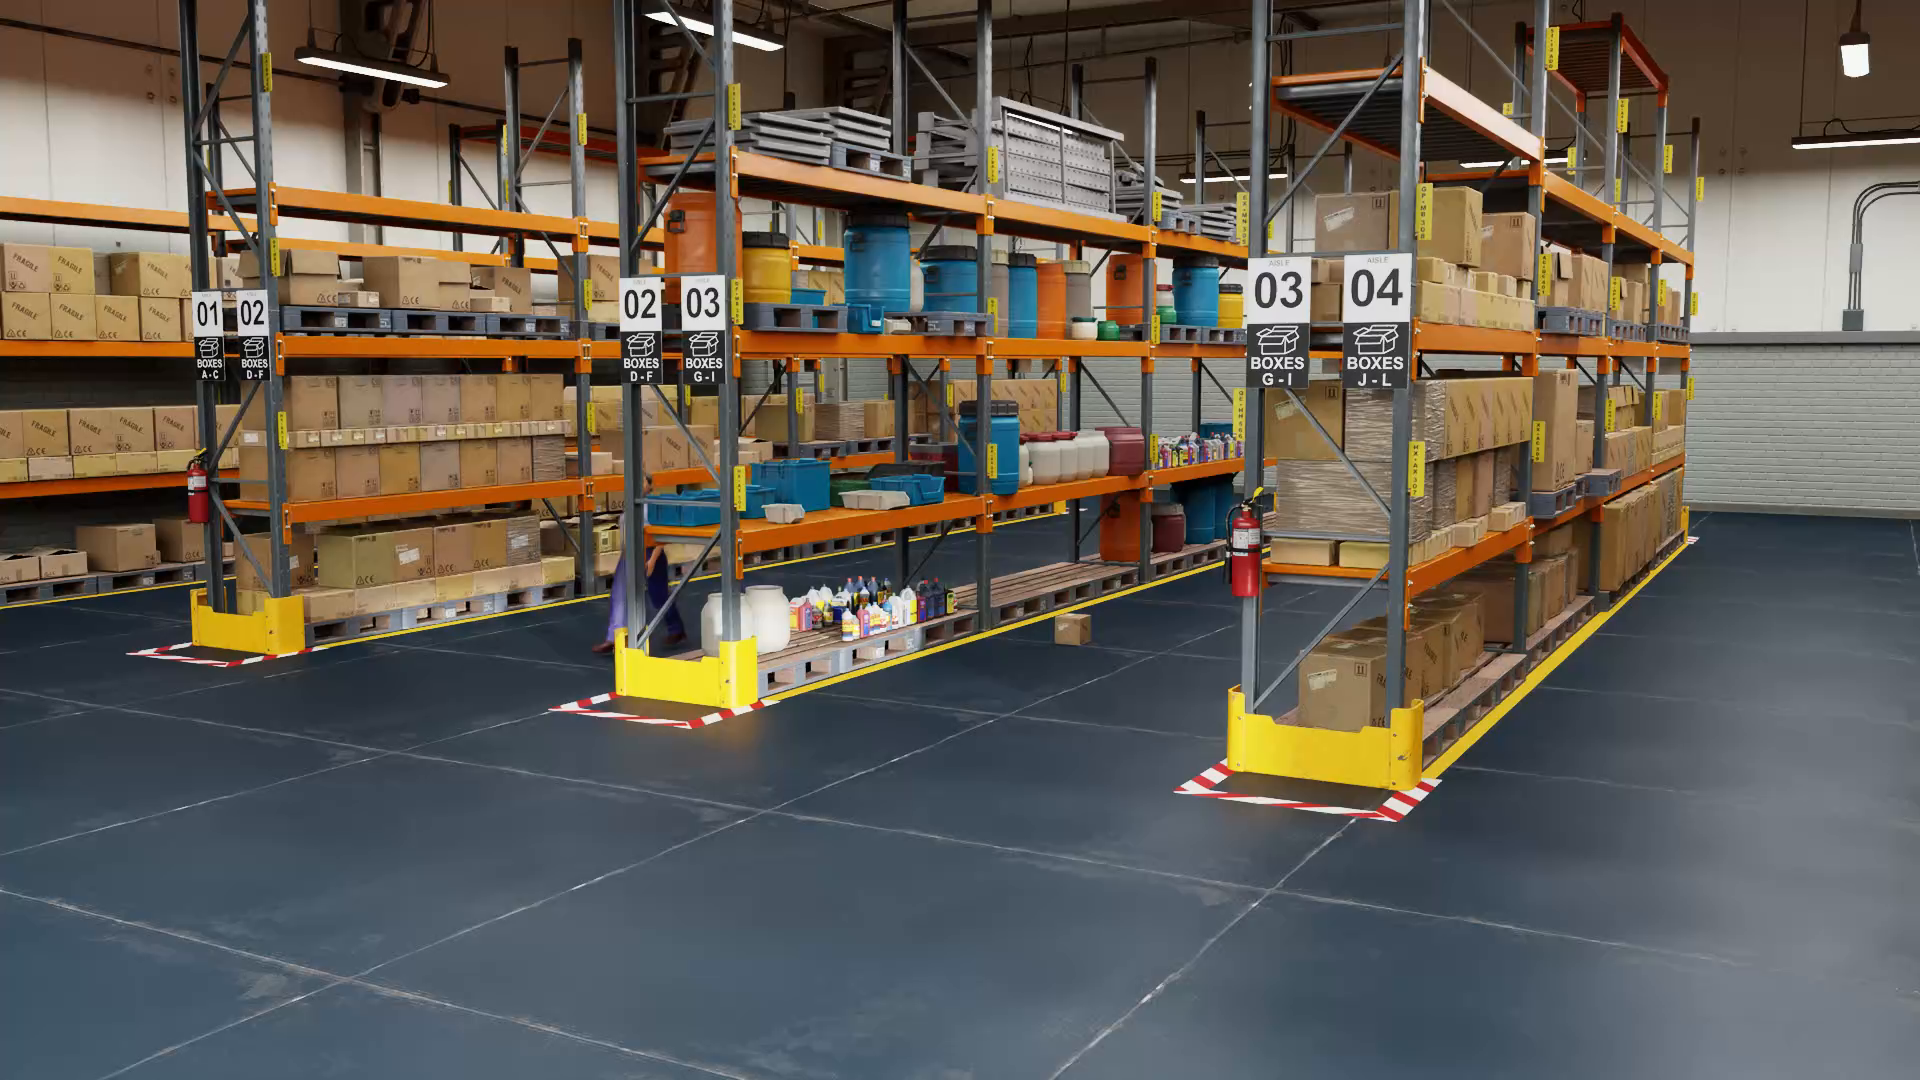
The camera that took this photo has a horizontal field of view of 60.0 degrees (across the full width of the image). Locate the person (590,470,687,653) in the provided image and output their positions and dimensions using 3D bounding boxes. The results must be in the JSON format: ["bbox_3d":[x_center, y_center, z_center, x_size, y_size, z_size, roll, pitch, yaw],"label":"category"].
[{"bbox_3d":[-2.832,0.192,14.713,0.506,1.581,0.975,3,7,29],"label":"person"}]
